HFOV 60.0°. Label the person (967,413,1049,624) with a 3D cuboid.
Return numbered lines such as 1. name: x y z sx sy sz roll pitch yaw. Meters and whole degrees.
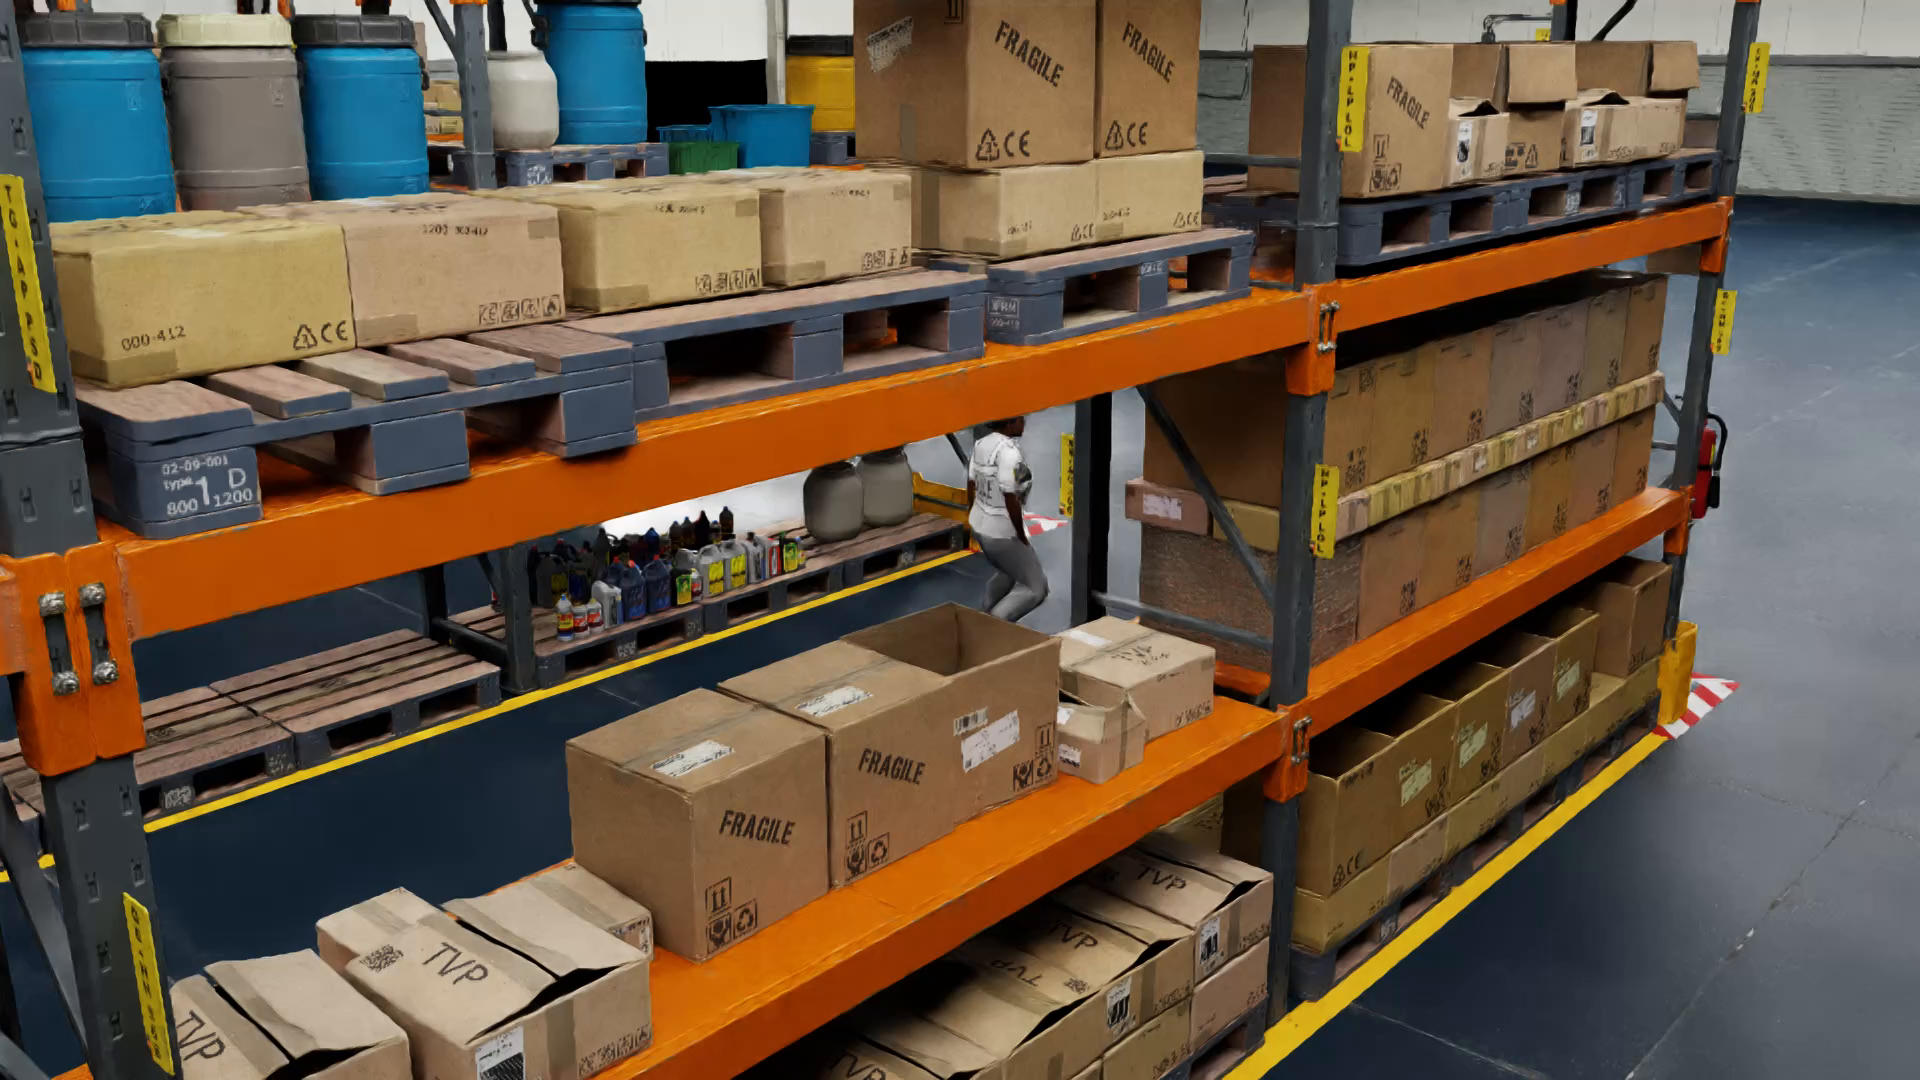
1. person: 0.223 -0.097 9.993 0.486 1.601 0.692 -5 18 -16
